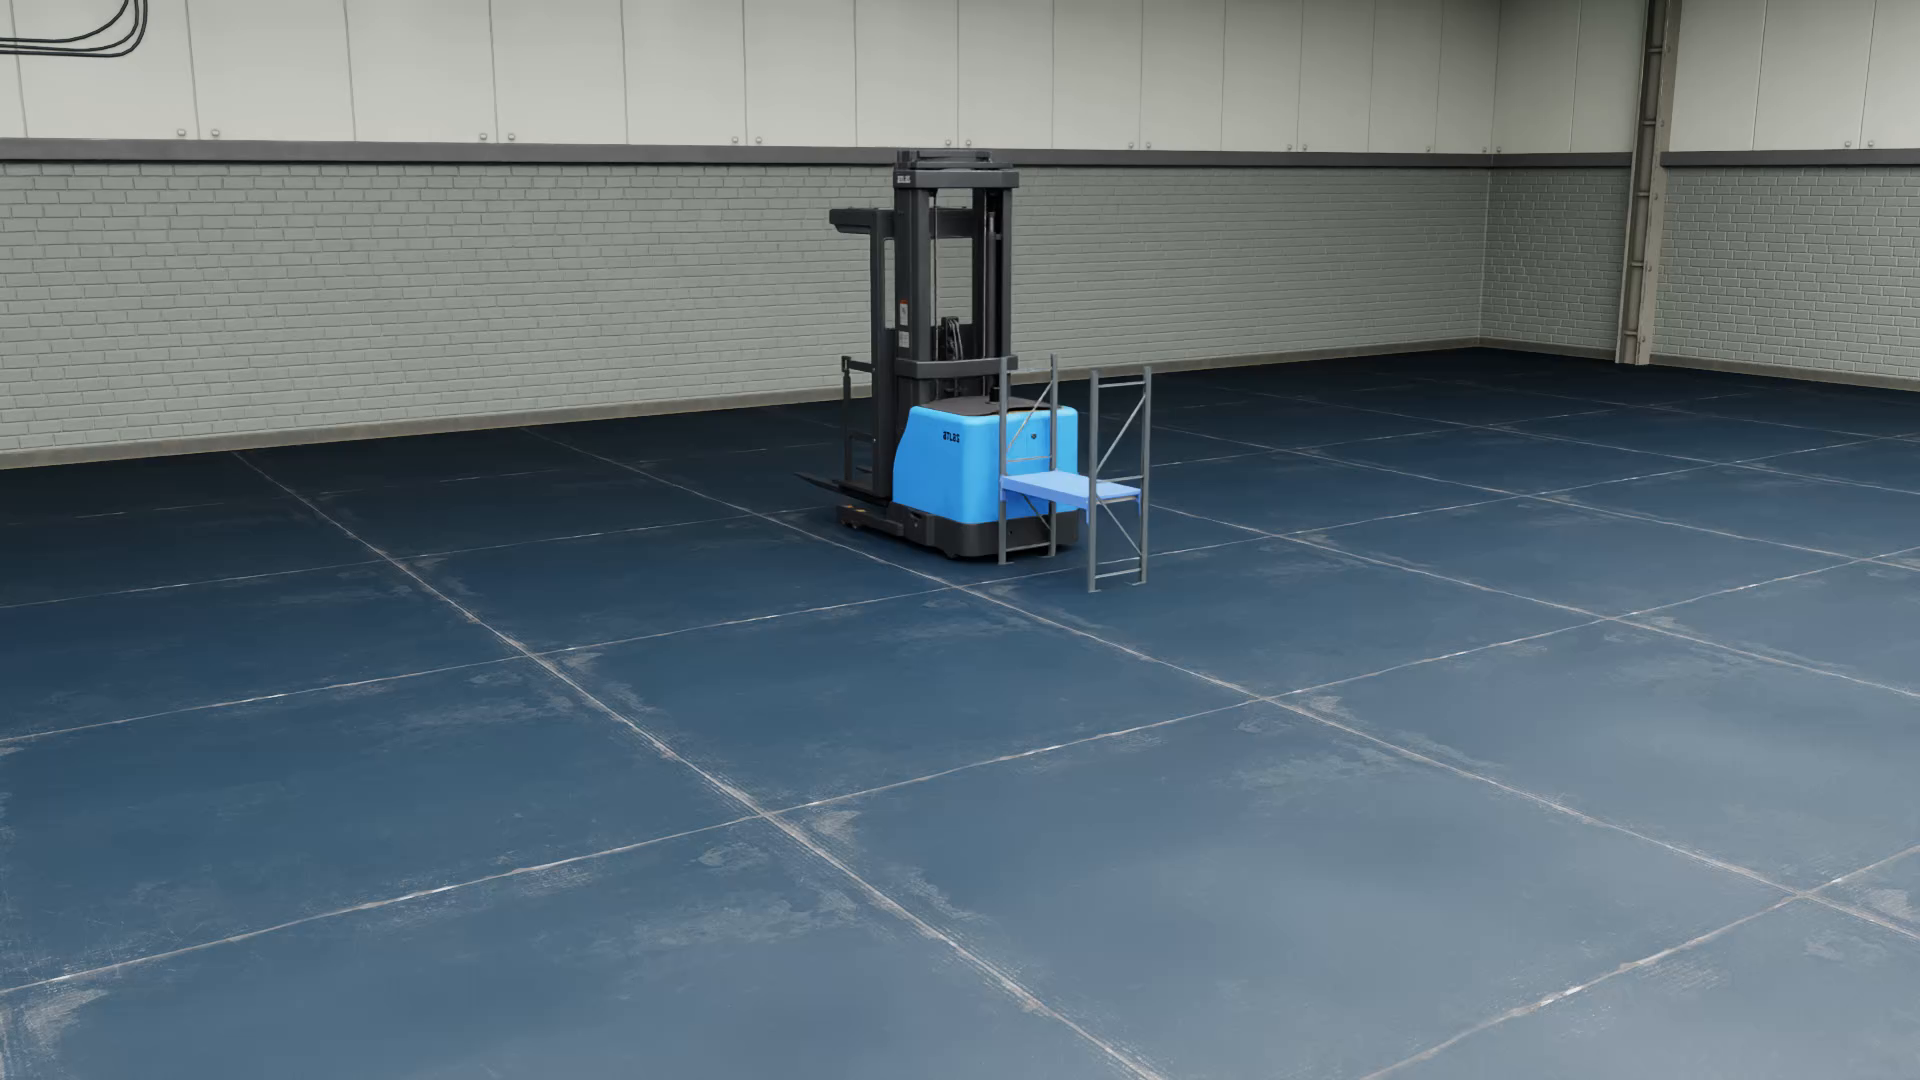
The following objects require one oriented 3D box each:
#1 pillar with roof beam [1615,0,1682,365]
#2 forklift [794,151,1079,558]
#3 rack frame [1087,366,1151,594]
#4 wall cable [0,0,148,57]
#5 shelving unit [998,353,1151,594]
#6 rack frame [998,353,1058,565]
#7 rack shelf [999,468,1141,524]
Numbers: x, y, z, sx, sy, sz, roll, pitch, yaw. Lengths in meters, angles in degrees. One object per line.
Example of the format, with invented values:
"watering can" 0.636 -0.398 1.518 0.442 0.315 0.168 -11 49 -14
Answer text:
"pillar with roof beam" 6.537 -6.547 21.735 9.100 9.000 0.400 -8 15 -33
"forklift" -0.336 -1.565 13.156 1.130 2.935 3.031 -8 15 -32
"rack frame" 1.071 -0.403 11.194 0.500 1.500 0.032 -8 15 -34
"wall cable" -8.722 -6.791 14.889 2.305 6.003 0.169 -8 15 -33
"shelving unit" 0.782 -0.492 11.603 0.538 1.500 1.048 -8 15 -34
"rack frame" 0.493 -0.582 12.011 0.500 1.500 0.032 -8 15 -34
"rack shelf" 0.782 -0.317 11.641 0.538 0.185 1.000 -8 15 -34
